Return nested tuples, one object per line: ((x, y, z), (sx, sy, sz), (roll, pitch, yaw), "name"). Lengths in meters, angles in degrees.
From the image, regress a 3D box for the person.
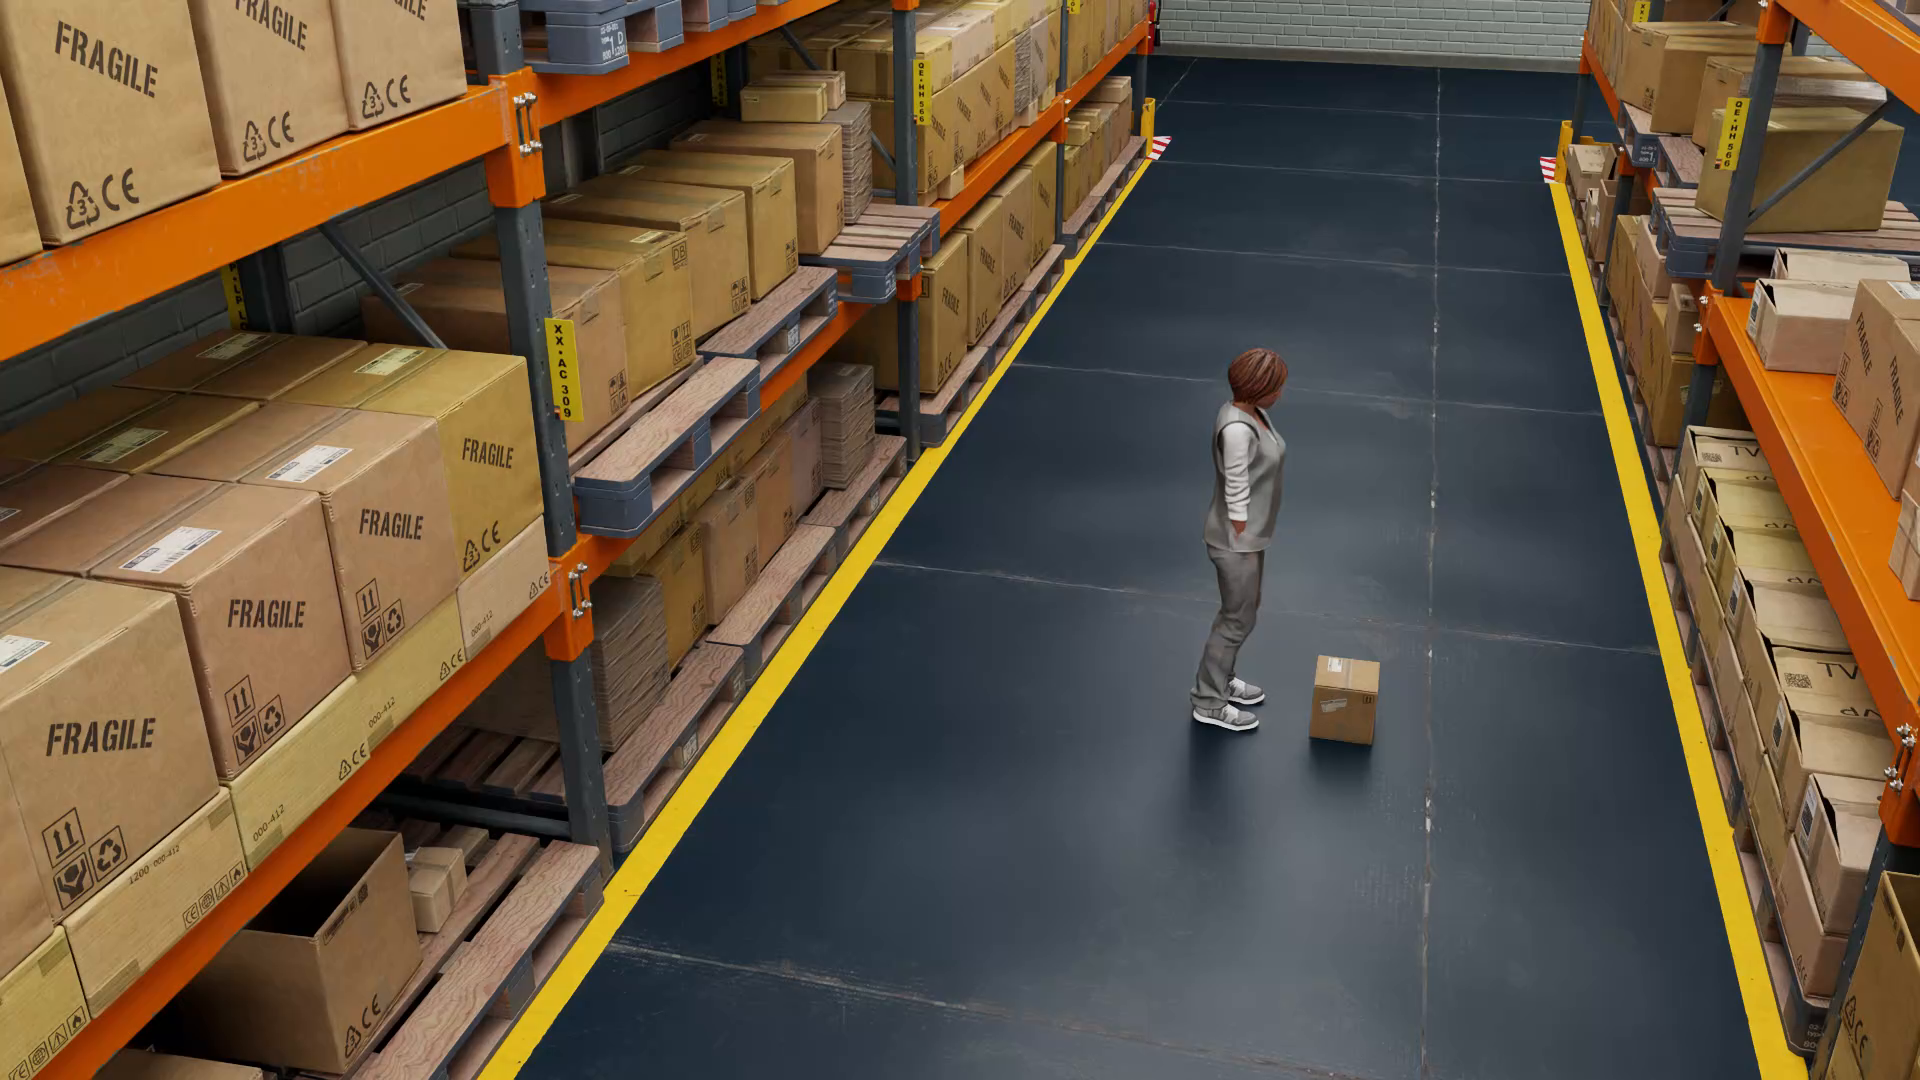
((1.121, -0.008, 6.661), (0.299, 1.583, 0.407), (7, 27, 14), "person")
